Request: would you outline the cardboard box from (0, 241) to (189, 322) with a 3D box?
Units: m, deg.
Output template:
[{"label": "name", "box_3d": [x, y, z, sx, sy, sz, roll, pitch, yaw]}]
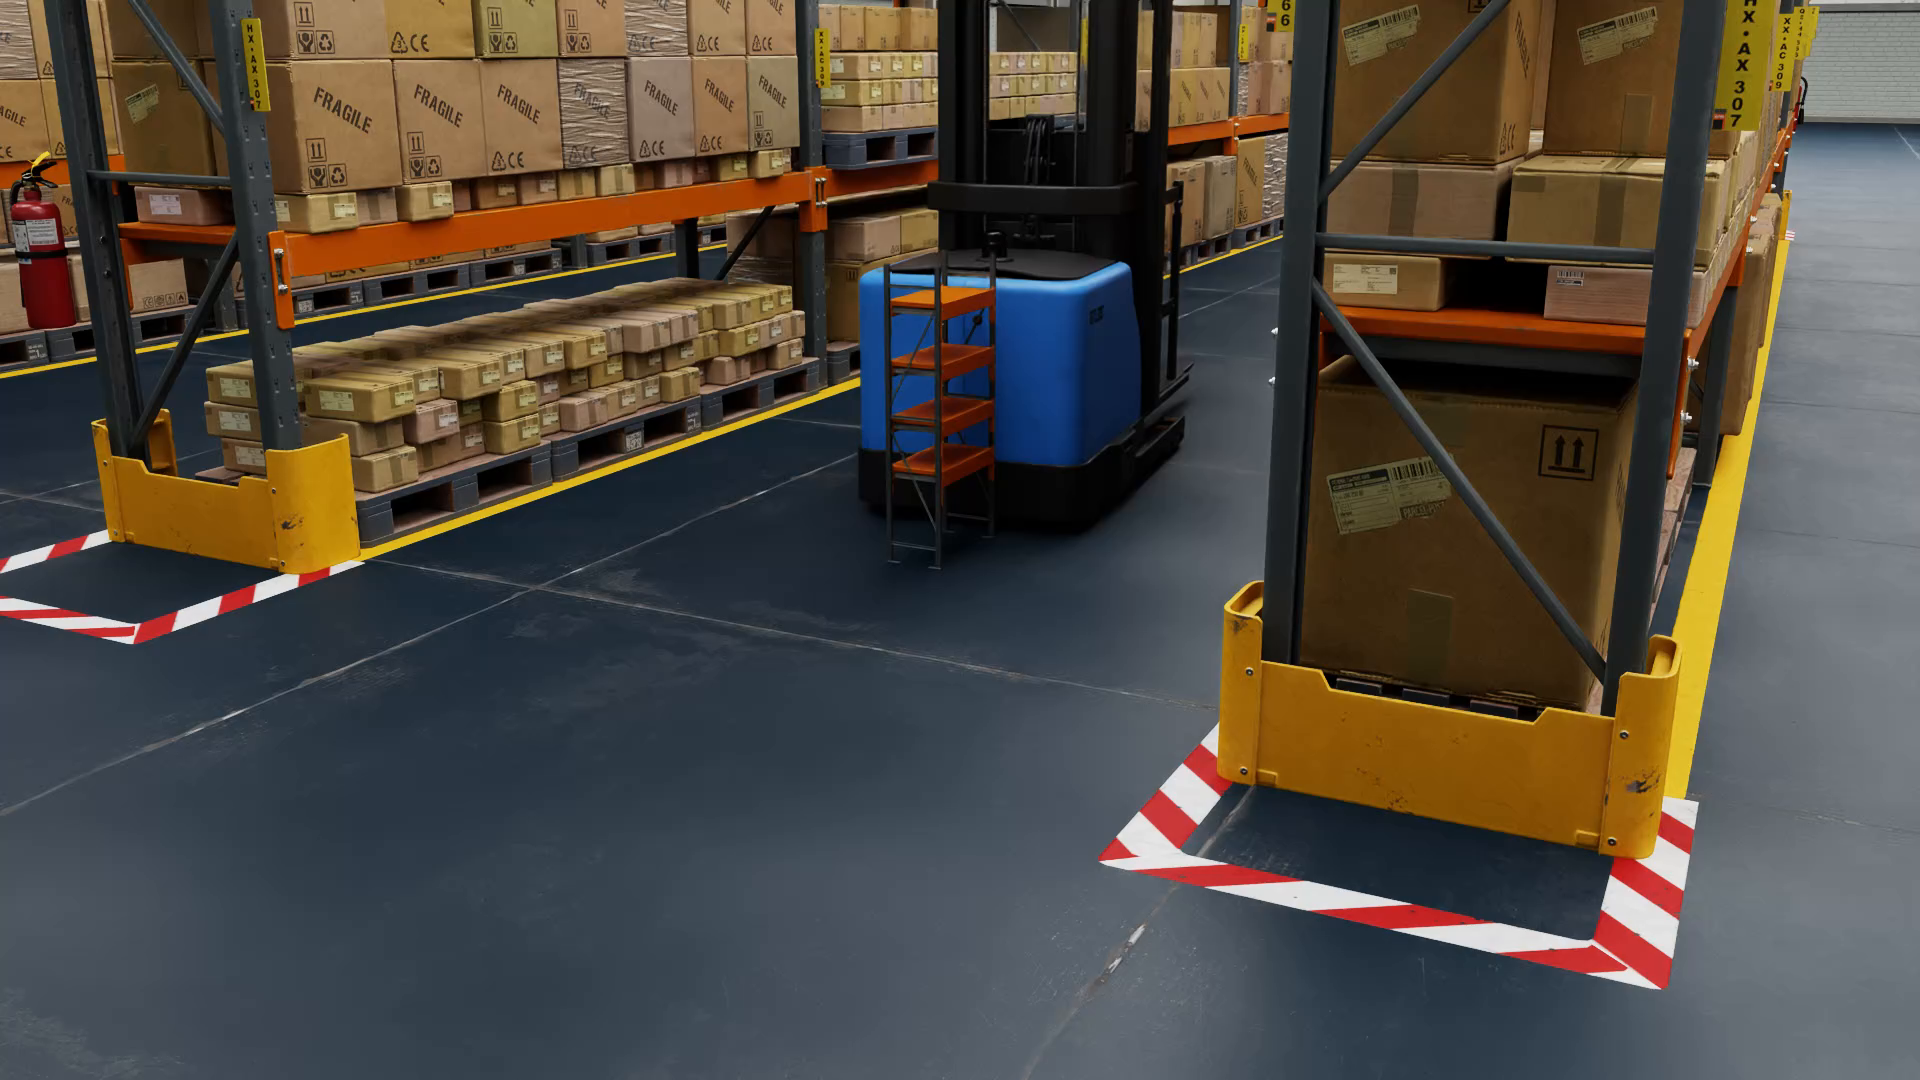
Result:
[{"label": "cardboard box", "box_3d": [-6.130, -1.842, 11.721, 0.875, 0.438, 0.875, 8, 18, 25]}]

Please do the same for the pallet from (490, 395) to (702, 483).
[{"label": "pallet", "box_3d": [-2.092, -0.587, 8.631, 1.003, 0.211, 1.213, 8, 18, 25]}]

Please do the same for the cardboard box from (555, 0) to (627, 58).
[{"label": "cardboard box", "box_3d": [-1.932, -2.532, 7.827, 0.500, 0.500, 0.500, 7, 18, 24]}]

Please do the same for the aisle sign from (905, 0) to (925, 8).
[{"label": "aisle sign", "box_3d": [-0.641, -7.373, 22.015, 0.394, 0.787, 0.004, 8, 18, 25]}]

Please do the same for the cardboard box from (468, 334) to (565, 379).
[{"label": "cardboard box", "box_3d": [-2.117, -0.879, 7.941, 0.380, 0.149, 0.250, 9, 19, 28]}]

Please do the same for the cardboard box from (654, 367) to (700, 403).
[{"label": "cardboard box", "box_3d": [-1.612, -0.839, 8.851, 0.380, 0.149, 0.250, 8, 18, 25]}]

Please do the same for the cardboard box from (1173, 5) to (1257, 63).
[{"label": "cardboard box", "box_3d": [2.491, -5.128, 16.862, 0.875, 0.550, 0.550, 8, 18, 25]}]

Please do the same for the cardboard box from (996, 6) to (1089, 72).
[{"label": "cardboard box", "box_3d": [0.717, -4.071, 13.529, 0.700, 0.500, 0.500, 8, 18, 25]}]

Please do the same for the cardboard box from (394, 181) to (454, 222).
[{"label": "cardboard box", "box_3d": [-2.384, -1.445, 7.061, 0.380, 0.149, 0.250, 8, 18, 24]}]

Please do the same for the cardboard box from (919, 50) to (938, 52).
[{"label": "cardboard box", "box_3d": [-0.615, -5.962, 21.132, 0.500, 0.500, 0.500, 8, 18, 25]}]

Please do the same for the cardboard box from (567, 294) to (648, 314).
[{"label": "cardboard box", "box_3d": [-1.960, -1.267, 9.247, 0.380, 0.149, 0.250, 8, 18, 24]}]

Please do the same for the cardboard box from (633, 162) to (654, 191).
[{"label": "cardboard box", "box_3d": [-1.782, -1.855, 8.442, 0.380, 0.149, 0.250, 8, 18, 25]}]

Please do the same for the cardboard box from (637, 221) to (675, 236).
[{"label": "cardboard box", "box_3d": [-3.382, -3.308, 16.770, 0.950, 0.372, 0.625, 8, 18, 24]}]

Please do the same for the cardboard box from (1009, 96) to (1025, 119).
[{"label": "cardboard box", "box_3d": [0.238, -3.067, 11.785, 0.380, 0.149, 0.250, 7, 18, 23]}]

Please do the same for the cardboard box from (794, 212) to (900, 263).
[{"label": "cardboard box", "box_3d": [-0.713, -1.929, 10.585, 0.500, 0.250, 0.500, 7, 18, 23]}]

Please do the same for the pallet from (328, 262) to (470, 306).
[{"label": "pallet", "box_3d": [-4.932, -2.197, 14.050, 1.003, 0.211, 1.213, 8, 18, 25]}]

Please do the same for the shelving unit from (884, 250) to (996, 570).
[{"label": "shelving unit", "box_3d": [-0.074, -0.533, 6.712, 0.258, 1.200, 0.503, 8, 18, 25]}]

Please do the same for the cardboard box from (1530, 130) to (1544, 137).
[{"label": "cardboard box", "box_3d": [1.988, -1.356, 6.061, 0.500, 0.250, 0.500, 8, 18, 25]}]

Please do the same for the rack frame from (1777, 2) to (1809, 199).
[{"label": "rack frame", "box_3d": [8.475, -4.811, 17.955, 1.000, 3.000, 0.127, 8, 18, 25]}]

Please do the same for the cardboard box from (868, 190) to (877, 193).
[{"label": "cardboard box", "box_3d": [-1.210, -4.325, 20.410, 0.500, 0.250, 0.500, 8, 18, 25]}]

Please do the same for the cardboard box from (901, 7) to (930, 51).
[{"label": "cardboard box", "box_3d": [-0.793, -6.313, 20.557, 0.700, 0.500, 0.500, 8, 18, 25]}]

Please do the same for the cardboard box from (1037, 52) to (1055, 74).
[{"label": "cardboard box", "box_3d": [0.468, -3.483, 12.141, 0.380, 0.149, 0.250, 9, 19, 27]}]

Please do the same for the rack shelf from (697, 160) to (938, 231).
[{"label": "rack shelf", "box_3d": [-0.386, -2.576, 11.692, 1.077, 0.370, 4.000, 8, 18, 25]}]

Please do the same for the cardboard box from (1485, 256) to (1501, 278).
[{"label": "cardboard box", "box_3d": [1.530, -0.942, 5.369, 0.380, 0.149, 0.250, 8, 19, 26]}]

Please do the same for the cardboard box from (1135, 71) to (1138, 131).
[{"label": "cardboard box", "box_3d": [1.175, -3.688, 13.998, 0.500, 0.500, 0.500, 8, 18, 25]}]

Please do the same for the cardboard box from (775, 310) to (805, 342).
[{"label": "cardboard box", "box_3d": [-1.136, -1.268, 9.772, 0.380, 0.149, 0.250, 9, 19, 26]}]

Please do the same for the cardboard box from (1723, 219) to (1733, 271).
[{"label": "cardboard box", "box_3d": [2.351, -0.992, 5.536, 0.380, 0.149, 0.250, 8, 18, 25]}]

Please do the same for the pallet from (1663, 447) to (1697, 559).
[{"label": "pallet", "box_3d": [2.703, -0.234, 7.442, 1.003, 0.211, 1.213, 8, 18, 25]}]

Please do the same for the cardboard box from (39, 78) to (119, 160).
[{"label": "cardboard box", "box_3d": [-5.957, -2.781, 10.943, 0.500, 0.500, 0.500, 8, 18, 24]}]

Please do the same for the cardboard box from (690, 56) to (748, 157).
[{"label": "cardboard box", "box_3d": [-1.476, -2.311, 8.838, 0.500, 0.500, 0.500, 8, 18, 24]}]

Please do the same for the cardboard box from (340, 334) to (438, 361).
[{"label": "cardboard box", "box_3d": [-2.719, -0.876, 7.931, 0.380, 0.149, 0.250, 7, 18, 23]}]

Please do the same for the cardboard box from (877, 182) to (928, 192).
[{"label": "cardboard box", "box_3d": [-0.573, -3.999, 18.281, 0.500, 0.500, 0.500, 8, 18, 25]}]

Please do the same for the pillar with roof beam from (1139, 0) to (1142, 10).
[{"label": "pillar with roof beam", "box_3d": [8.625, -15.081, 41.995, 9.100, 9.000, 0.400, 8, 18, 25]}]

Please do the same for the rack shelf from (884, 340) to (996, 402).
[{"label": "rack shelf", "box_3d": [-0.074, -0.683, 6.667, 0.258, 0.148, 0.480, 8, 18, 25]}]

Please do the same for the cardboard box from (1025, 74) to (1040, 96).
[{"label": "cardboard box", "box_3d": [0.349, -3.271, 11.949, 0.380, 0.149, 0.250, 8, 18, 25]}]

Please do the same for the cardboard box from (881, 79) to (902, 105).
[{"label": "cardboard box", "box_3d": [-0.578, -2.743, 10.172, 0.380, 0.149, 0.250, 8, 18, 24]}]

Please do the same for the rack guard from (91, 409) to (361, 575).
[{"label": "rack guard", "box_3d": [-3.033, -0.214, 6.866, 1.175, 0.500, 0.348, 8, 18, 25]}]

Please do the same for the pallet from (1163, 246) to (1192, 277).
[{"label": "pallet", "box_3d": [1.474, -2.594, 15.388, 1.003, 0.211, 1.213, 8, 18, 25]}]

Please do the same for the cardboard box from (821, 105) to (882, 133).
[{"label": "cardboard box", "box_3d": [-0.692, -2.534, 9.992, 0.380, 0.149, 0.250, 7, 18, 23]}]

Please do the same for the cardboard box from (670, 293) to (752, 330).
[{"label": "cardboard box", "box_3d": [-1.389, -1.273, 9.267, 0.380, 0.149, 0.250, 8, 18, 25]}]

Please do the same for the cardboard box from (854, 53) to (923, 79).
[{"label": "cardboard box", "box_3d": [-0.456, -2.956, 10.367, 0.380, 0.149, 0.250, 8, 18, 26]}]

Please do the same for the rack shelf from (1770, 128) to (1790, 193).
[{"label": "rack shelf", "box_3d": [5.793, -2.938, 12.912, 1.077, 0.370, 4.000, 8, 18, 25]}]

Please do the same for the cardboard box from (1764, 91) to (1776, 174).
[{"label": "cardboard box", "box_3d": [4.444, -2.405, 9.679, 0.500, 0.500, 0.500, 7, 18, 24]}]

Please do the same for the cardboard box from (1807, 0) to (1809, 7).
[{"label": "cardboard box", "box_3d": [8.232, -5.181, 16.747, 0.500, 0.500, 0.500, 8, 18, 25]}]

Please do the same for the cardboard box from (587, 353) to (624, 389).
[{"label": "cardboard box", "box_3d": [-1.941, -0.880, 8.466, 0.380, 0.149, 0.250, 9, 19, 28]}]

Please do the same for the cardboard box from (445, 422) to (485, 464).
[{"label": "cardboard box", "box_3d": [-2.398, -0.461, 7.578, 0.380, 0.149, 0.250, 8, 18, 26]}]

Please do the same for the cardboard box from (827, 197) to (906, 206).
[{"label": "cardboard box", "box_3d": [-0.708, -2.261, 11.706, 0.500, 0.250, 0.500, 7, 18, 23]}]

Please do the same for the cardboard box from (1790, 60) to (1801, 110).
[{"label": "cardboard box", "box_3d": [7.198, -4.213, 15.241, 0.875, 0.500, 0.500, 8, 18, 25]}]

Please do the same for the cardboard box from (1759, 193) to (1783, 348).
[{"label": "cardboard box", "box_3d": [4.573, -1.783, 10.754, 1.225, 0.875, 0.875, 7, 18, 23]}]

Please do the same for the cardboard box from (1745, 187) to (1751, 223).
[{"label": "cardboard box", "box_3d": [3.040, -1.384, 6.857, 0.380, 0.149, 0.250, 8, 18, 24]}]

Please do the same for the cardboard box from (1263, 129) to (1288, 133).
[{"label": "cardboard box", "box_3d": [3.447, -4.245, 19.043, 0.875, 0.875, 0.875, 8, 18, 25]}]

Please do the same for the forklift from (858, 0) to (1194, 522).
[{"label": "forklift", "box_3d": [0.530, -1.861, 8.142, 1.130, 2.935, 3.031, 6, 18, 19]}]

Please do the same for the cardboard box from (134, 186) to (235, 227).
[{"label": "cardboard box", "box_3d": [-3.174, -1.391, 6.881, 0.380, 0.149, 0.250, 8, 18, 25]}]

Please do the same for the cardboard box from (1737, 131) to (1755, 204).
[{"label": "cardboard box", "box_3d": [2.693, -1.417, 6.269, 0.500, 0.250, 0.500, 9, 19, 26]}]

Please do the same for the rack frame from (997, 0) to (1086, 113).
[{"label": "rack frame", "box_3d": [0.508, -3.430, 13.305, 1.000, 3.000, 0.127, 8, 18, 25]}]

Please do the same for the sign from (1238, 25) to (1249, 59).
[{"label": "sign", "box_3d": [2.785, -4.900, 16.358, 0.100, 0.325, 0.005, 8, 18, 25]}]

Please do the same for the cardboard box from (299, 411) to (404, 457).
[{"label": "cardboard box", "box_3d": [-2.603, -0.471, 7.088, 0.380, 0.149, 0.250, 9, 19, 28]}]

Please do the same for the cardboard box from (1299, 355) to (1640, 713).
[{"label": "cardboard box", "box_3d": [1.539, -0.092, 5.059, 0.875, 0.875, 0.875, 8, 18, 25]}]
